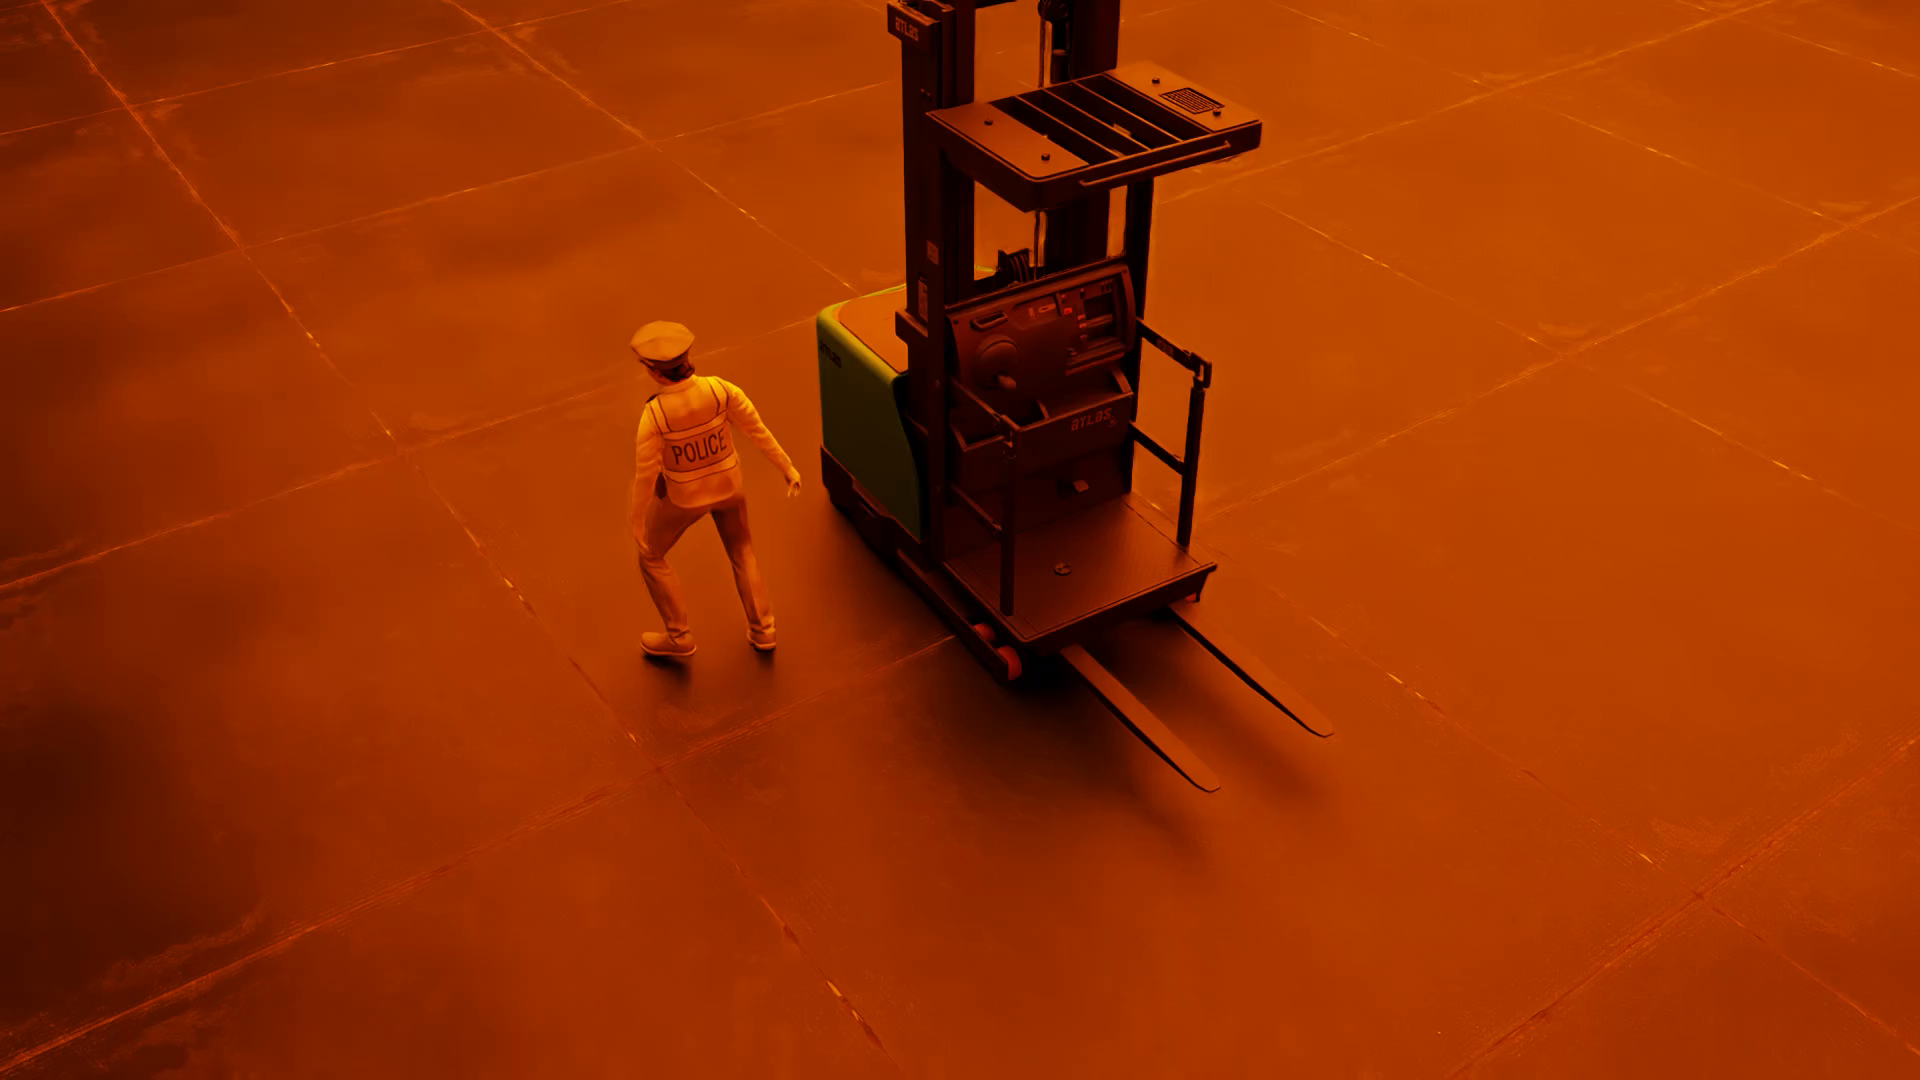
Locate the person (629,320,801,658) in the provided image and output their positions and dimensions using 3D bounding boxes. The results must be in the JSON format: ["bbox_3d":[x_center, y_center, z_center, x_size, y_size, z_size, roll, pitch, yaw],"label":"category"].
[{"bbox_3d":[-1.078,-0.176,7.296,0.795,1.641,0.462,-16,40,-21],"label":"person"}]

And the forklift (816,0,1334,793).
[{"bbox_3d":[0.484,-0.855,7.100,1.130,2.935,3.031,-20,41,-25],"label":"forklift"}]
